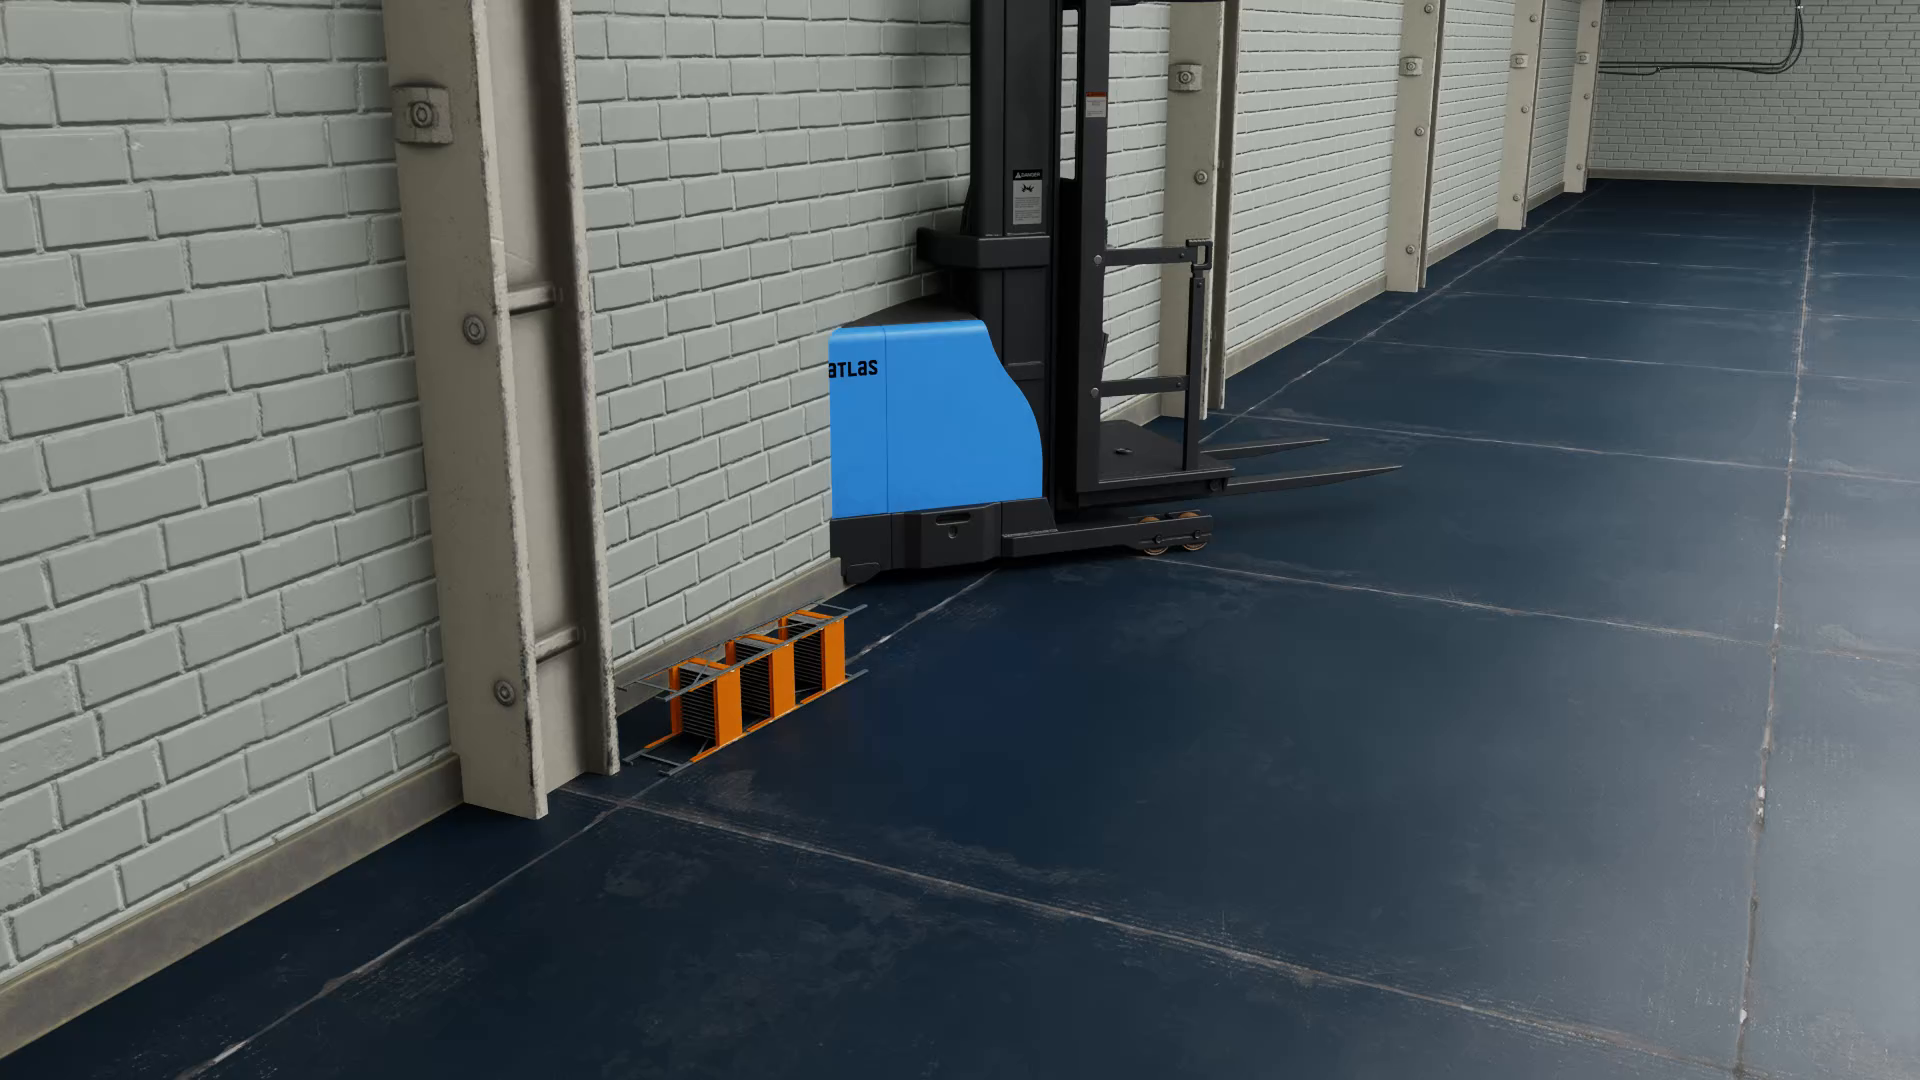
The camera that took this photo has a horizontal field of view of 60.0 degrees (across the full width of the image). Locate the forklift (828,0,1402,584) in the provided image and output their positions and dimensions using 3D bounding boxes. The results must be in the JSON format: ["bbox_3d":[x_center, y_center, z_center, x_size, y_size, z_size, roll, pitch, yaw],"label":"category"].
[{"bbox_3d":[0.580,-1.471,7.328,3.031,2.935,1.130,-6,18,-21],"label":"forklift"}]

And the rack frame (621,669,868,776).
[{"bbox_3d":[-0.692,0.577,5.556,0.200,0.008,1.050,10,19,31],"label":"rack frame"}]

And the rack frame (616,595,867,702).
[{"bbox_3d":[-0.692,0.343,5.486,0.200,0.008,1.050,10,19,31],"label":"rack frame"}]

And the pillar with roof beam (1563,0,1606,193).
[{"bbox_3d":[13.303,-9.140,22.494,9.100,9.000,0.400,8,18,25],"label":"pillar with roof beam"}]

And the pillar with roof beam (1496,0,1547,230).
[{"bbox_3d":[10.622,-7.612,17.348,9.100,9.000,0.400,8,18,25],"label":"pillar with roof beam"}]

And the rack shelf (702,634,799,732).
[{"bbox_3d":[-0.697,0.463,5.512,0.215,0.240,0.259,10,19,31],"label":"rack shelf"}]

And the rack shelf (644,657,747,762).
[{"bbox_3d":[-0.846,0.530,5.287,0.215,0.240,0.259,10,19,31],"label":"rack shelf"}]

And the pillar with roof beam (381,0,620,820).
[{"bbox_3d":[2.579,-3.027,1.912,9.100,9.000,0.400,8,18,25],"label":"pillar with roof beam"}]

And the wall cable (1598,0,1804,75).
[{"bbox_3d":[11.951,-8.782,26.740,3.097,2.526,0.112,8,18,25],"label":"wall cable"}]

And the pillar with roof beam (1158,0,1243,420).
[{"bbox_3d":[5.260,-4.556,7.057,9.100,9.000,0.400,8,18,25],"label":"pillar with roof beam"}]

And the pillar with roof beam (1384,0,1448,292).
[{"bbox_3d":[7.941,-6.084,12.203,9.100,9.000,0.400,8,18,25],"label":"pillar with roof beam"}]

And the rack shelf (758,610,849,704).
[{"bbox_3d":[-0.546,0.395,5.743,0.215,0.240,0.259,10,19,31],"label":"rack shelf"}]

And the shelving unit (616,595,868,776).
[{"bbox_3d":[-0.692,0.460,5.521,0.215,0.252,1.050,10,19,31],"label":"shelving unit"}]
